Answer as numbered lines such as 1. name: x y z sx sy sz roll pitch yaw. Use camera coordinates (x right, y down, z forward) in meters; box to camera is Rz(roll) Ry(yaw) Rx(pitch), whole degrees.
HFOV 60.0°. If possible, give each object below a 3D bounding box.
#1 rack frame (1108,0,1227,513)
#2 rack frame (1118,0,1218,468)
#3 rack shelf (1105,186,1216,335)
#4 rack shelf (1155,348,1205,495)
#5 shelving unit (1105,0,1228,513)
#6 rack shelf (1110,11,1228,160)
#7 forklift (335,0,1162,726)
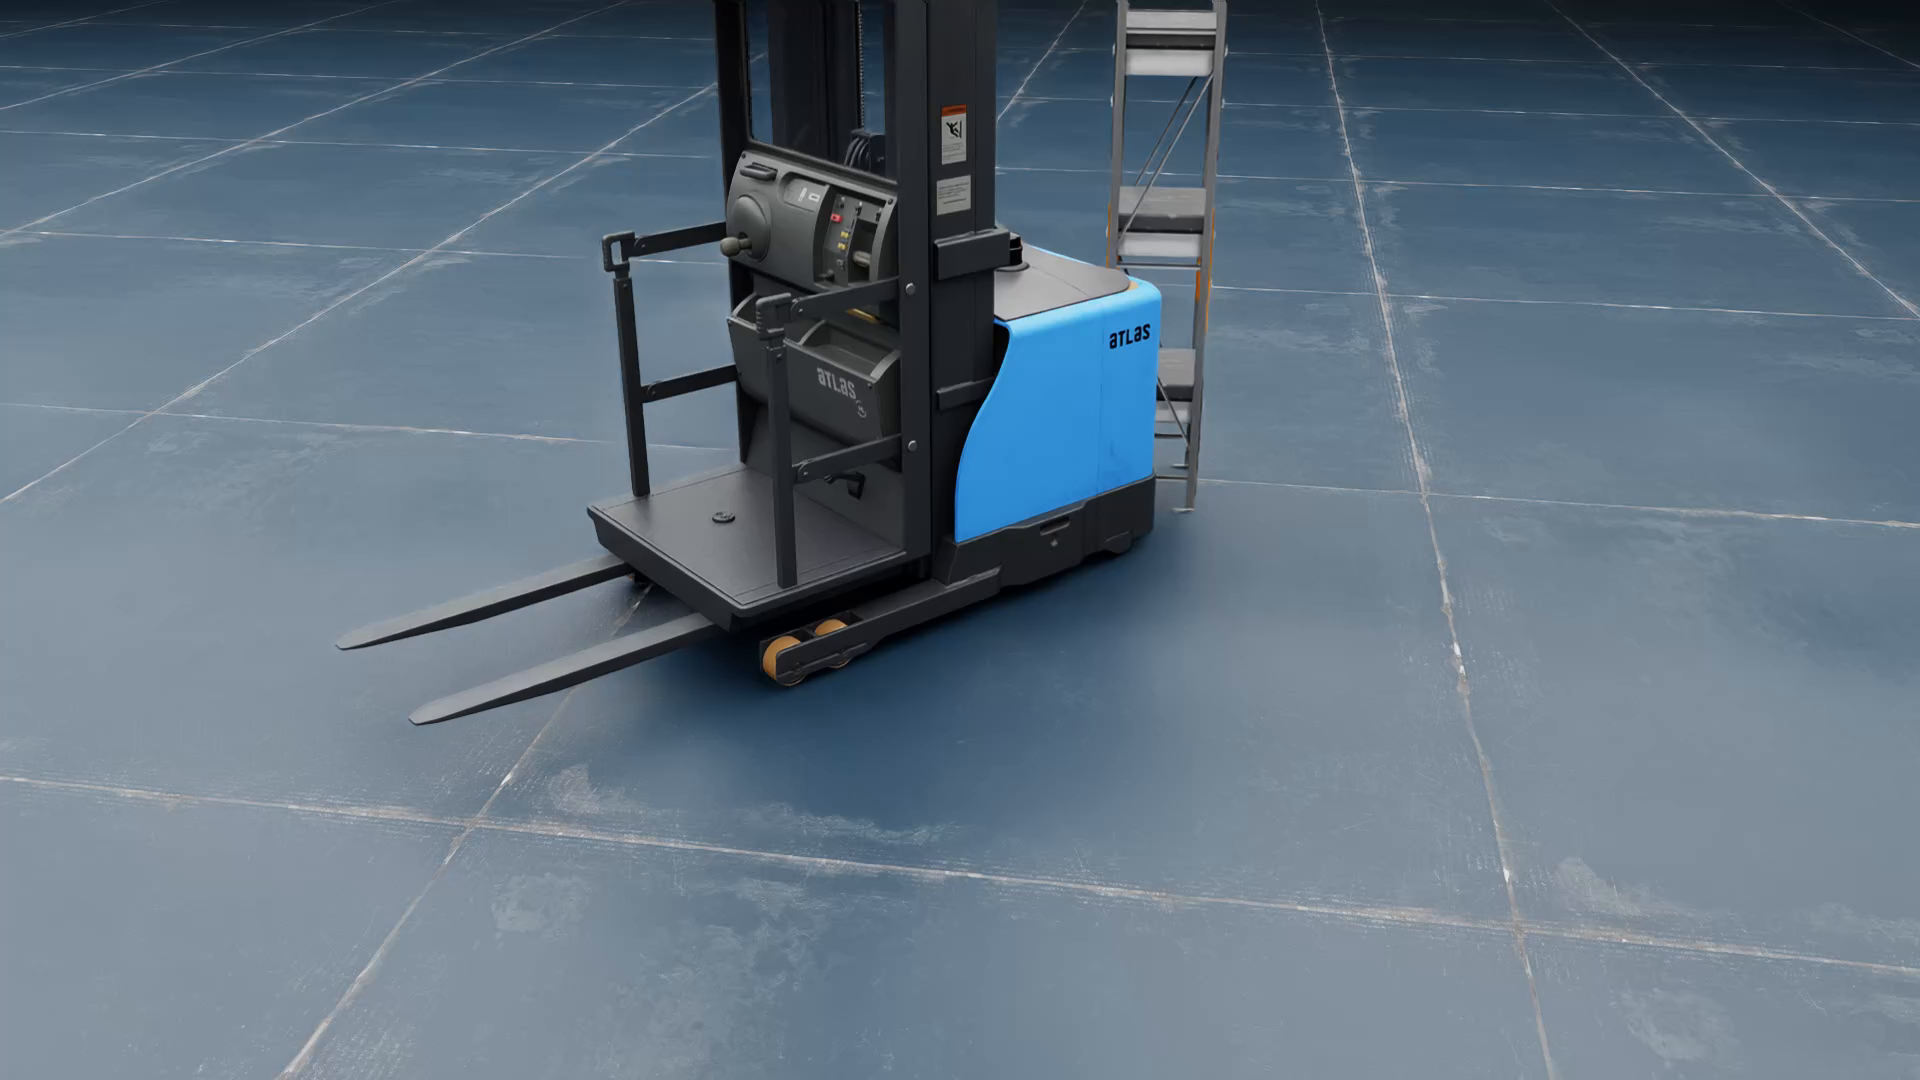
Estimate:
1. rack frame: 0.786 -1.079 6.577 0.400 2.100 0.015 3 25 6
2. rack frame: 0.840 -1.284 7.017 0.400 2.100 0.015 3 25 6
3. rack shelf: 0.813 -1.169 6.803 0.431 0.518 0.480 3 25 6
4. rack shelf: 0.813 -0.535 7.099 0.431 0.518 0.480 3 25 6
5. shelving unit: 0.813 -1.181 6.797 0.431 2.100 0.503 3 25 6
6. rack shelf: 0.813 -1.803 6.506 0.431 0.518 0.480 3 25 6
7. forklift: -0.684 -1.081 5.603 3.031 2.935 1.130 -19 31 -35
